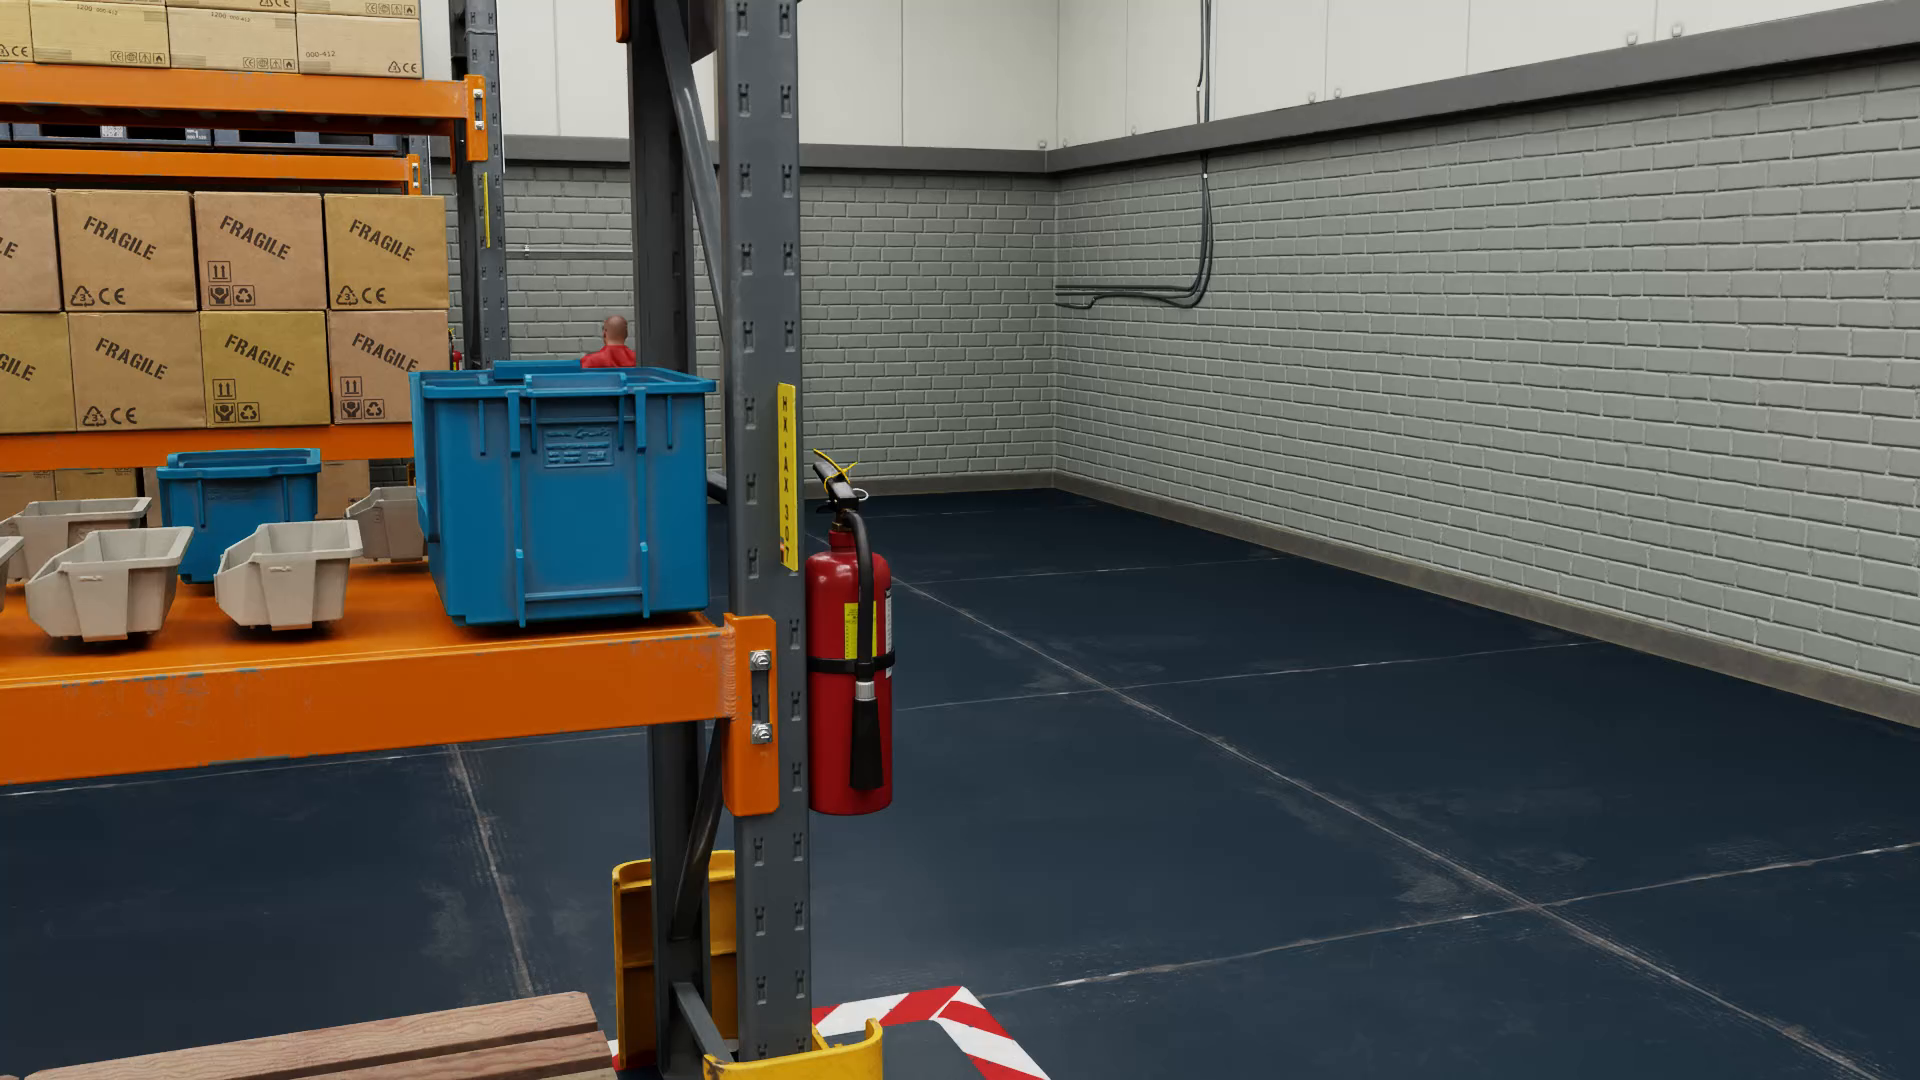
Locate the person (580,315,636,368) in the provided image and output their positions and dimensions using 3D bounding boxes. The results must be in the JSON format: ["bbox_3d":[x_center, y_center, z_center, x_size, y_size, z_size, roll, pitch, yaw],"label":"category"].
[{"bbox_3d":[-2.421,-0.770,11.694,0.566,1.619,0.800,-3,9,-21],"label":"person"}]
